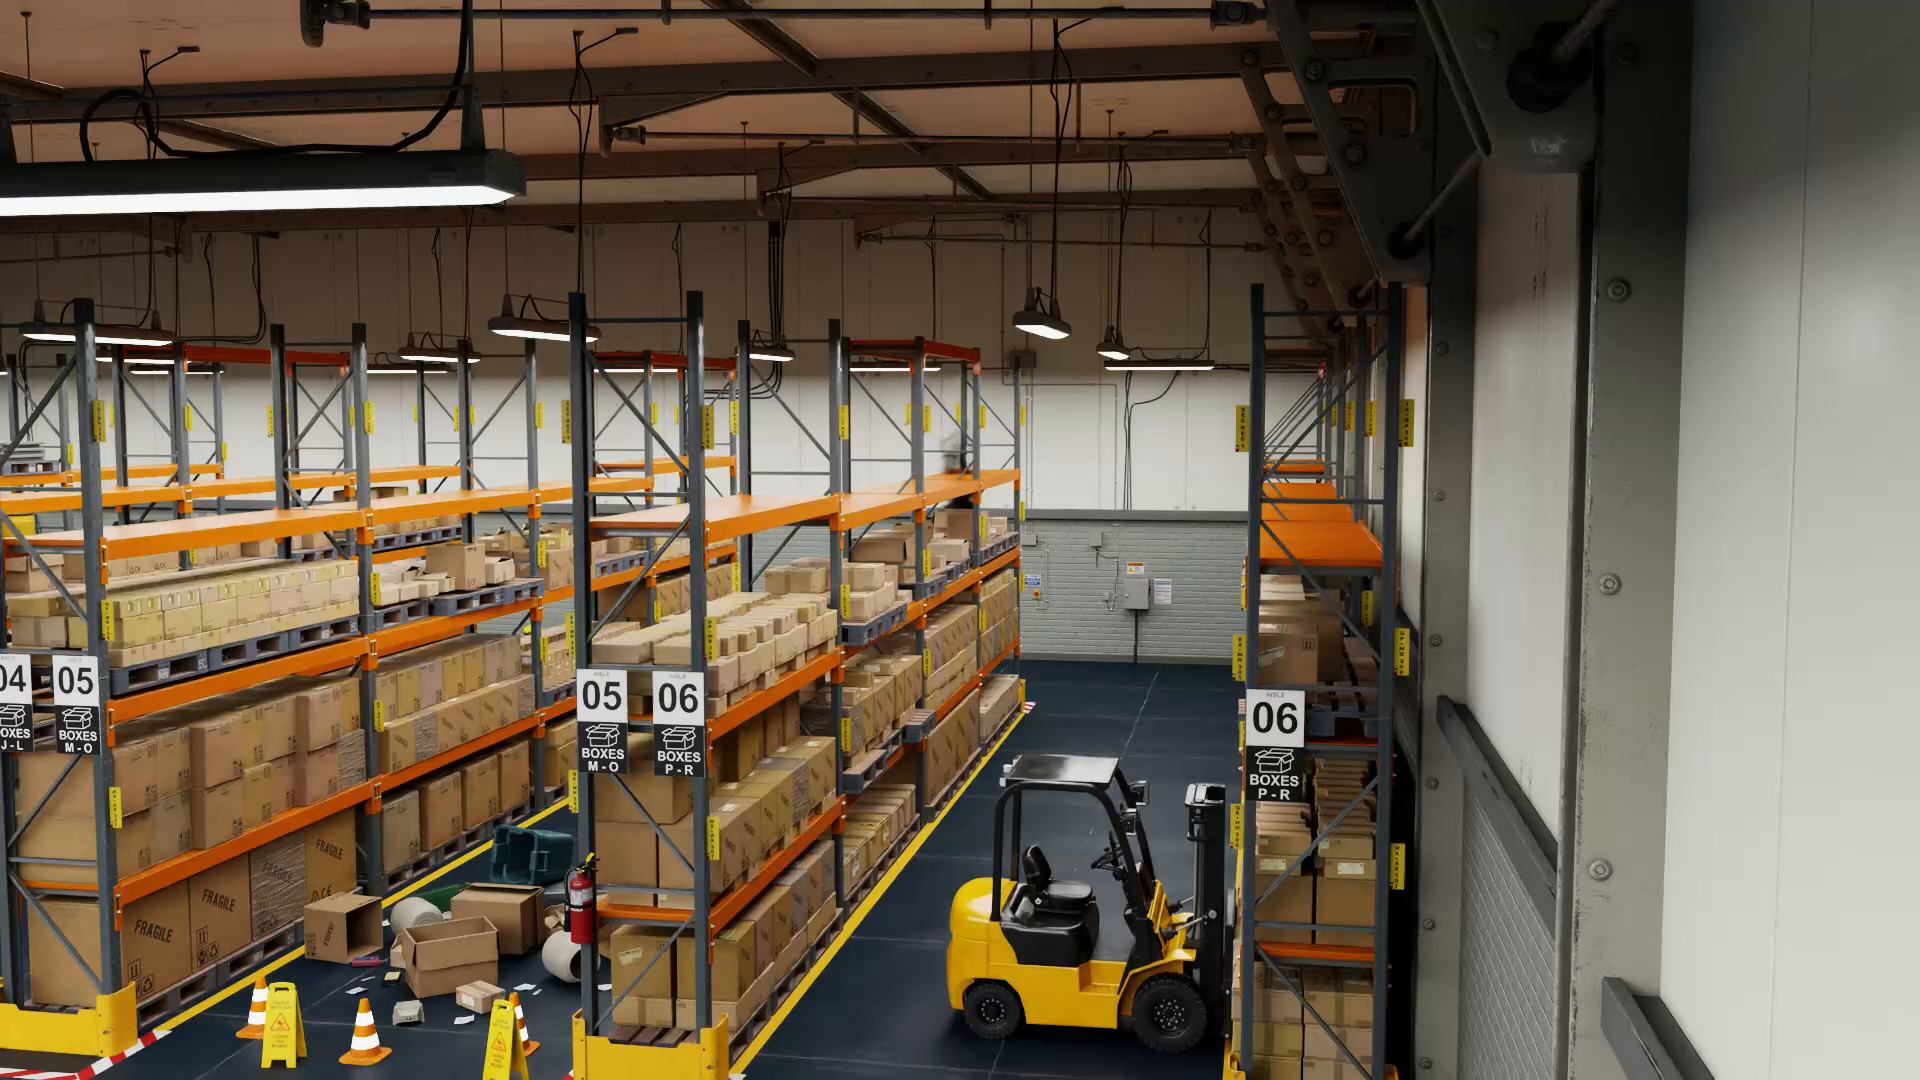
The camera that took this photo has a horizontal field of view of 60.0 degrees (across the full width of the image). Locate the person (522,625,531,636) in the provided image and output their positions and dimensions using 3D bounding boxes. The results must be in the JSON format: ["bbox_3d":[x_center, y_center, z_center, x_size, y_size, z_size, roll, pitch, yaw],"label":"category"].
[{"bbox_3d":[-6.621,2.196,25.650,0.721,1.794,0.903,0,5,3],"label":"person"}]
